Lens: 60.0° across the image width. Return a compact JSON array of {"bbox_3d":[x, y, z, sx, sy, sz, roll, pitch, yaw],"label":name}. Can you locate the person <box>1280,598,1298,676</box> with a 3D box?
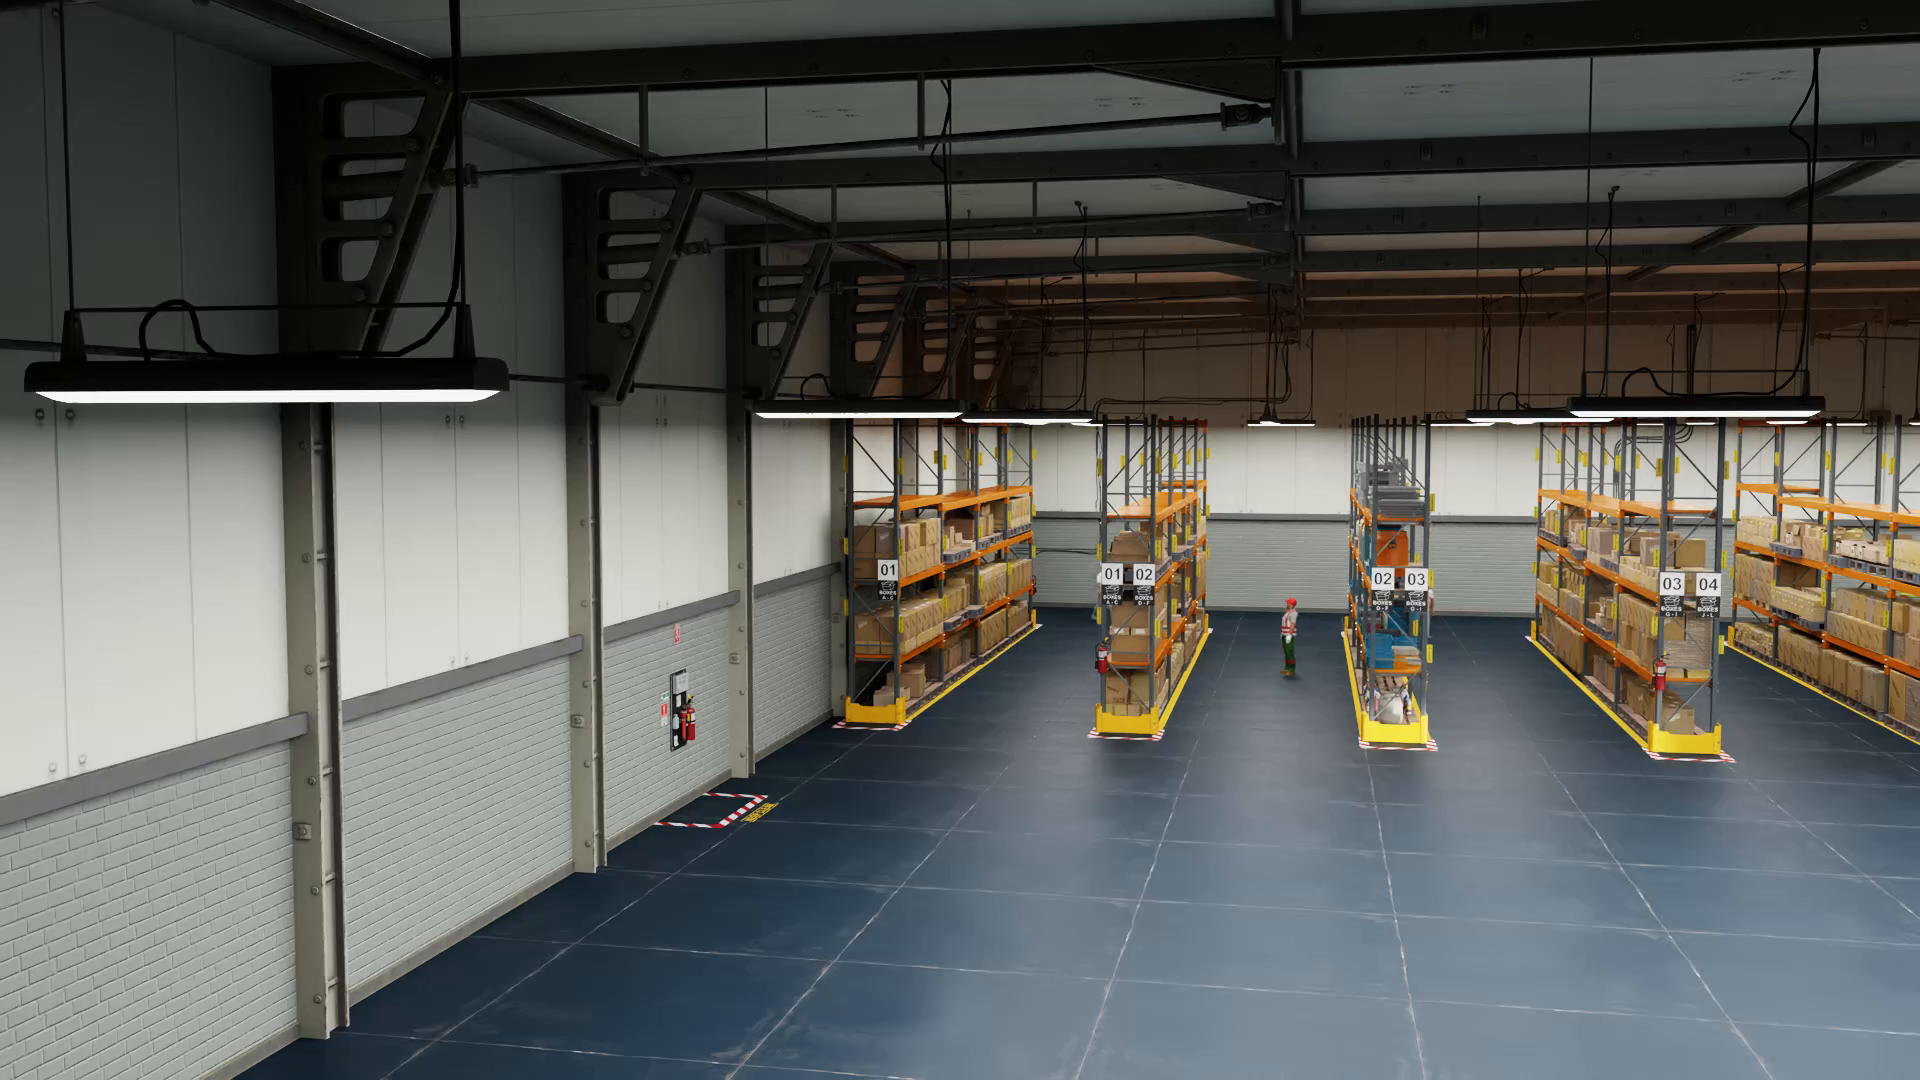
[{"bbox_3d":[7.666,2.248,38.818,0.414,1.808,0.563,-1,4,-13],"label":"person"}]

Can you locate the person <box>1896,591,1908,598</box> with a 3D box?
[{"bbox_3d":[23.238,2.108,41.045,0.644,1.804,0.610,-1,4,-14],"label":"person"}]

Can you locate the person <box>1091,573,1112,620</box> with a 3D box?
[{"bbox_3d":[4.413,1.547,49.570,1.041,1.703,0.629,3,5,39],"label":"person"}]

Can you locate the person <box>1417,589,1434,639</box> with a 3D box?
[{"bbox_3d":[12.732,1.869,45.713,0.565,1.618,0.947,0,4,5],"label":"person"}]
